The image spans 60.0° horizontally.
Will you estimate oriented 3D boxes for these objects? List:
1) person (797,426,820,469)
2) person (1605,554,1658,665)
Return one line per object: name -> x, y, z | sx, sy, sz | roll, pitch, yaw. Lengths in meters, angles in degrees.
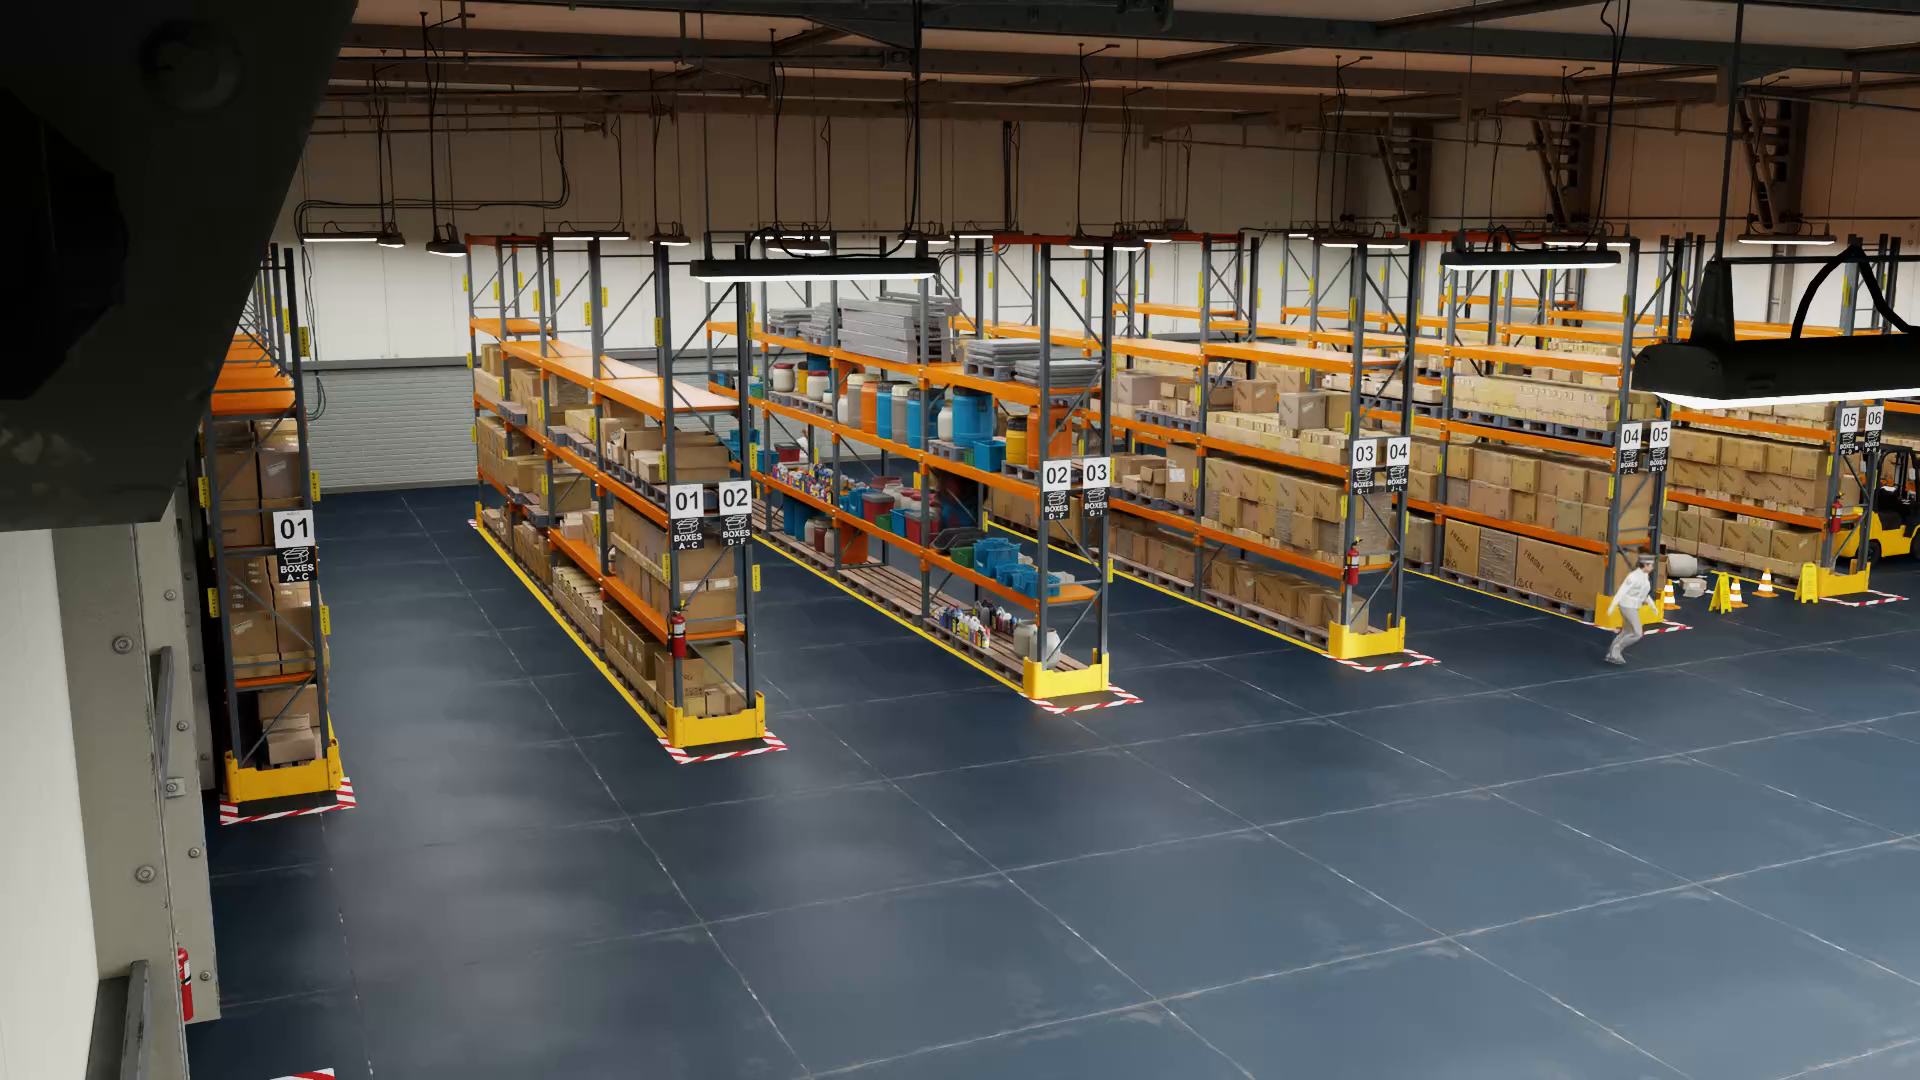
person -> -3.405, -1.648, 37.051 | 0.715, 1.807, 0.915 | -9, 14, -40
person -> 9.612, 0.991, 23.770 | 0.617, 1.618, 0.604 | 8, 14, 36
